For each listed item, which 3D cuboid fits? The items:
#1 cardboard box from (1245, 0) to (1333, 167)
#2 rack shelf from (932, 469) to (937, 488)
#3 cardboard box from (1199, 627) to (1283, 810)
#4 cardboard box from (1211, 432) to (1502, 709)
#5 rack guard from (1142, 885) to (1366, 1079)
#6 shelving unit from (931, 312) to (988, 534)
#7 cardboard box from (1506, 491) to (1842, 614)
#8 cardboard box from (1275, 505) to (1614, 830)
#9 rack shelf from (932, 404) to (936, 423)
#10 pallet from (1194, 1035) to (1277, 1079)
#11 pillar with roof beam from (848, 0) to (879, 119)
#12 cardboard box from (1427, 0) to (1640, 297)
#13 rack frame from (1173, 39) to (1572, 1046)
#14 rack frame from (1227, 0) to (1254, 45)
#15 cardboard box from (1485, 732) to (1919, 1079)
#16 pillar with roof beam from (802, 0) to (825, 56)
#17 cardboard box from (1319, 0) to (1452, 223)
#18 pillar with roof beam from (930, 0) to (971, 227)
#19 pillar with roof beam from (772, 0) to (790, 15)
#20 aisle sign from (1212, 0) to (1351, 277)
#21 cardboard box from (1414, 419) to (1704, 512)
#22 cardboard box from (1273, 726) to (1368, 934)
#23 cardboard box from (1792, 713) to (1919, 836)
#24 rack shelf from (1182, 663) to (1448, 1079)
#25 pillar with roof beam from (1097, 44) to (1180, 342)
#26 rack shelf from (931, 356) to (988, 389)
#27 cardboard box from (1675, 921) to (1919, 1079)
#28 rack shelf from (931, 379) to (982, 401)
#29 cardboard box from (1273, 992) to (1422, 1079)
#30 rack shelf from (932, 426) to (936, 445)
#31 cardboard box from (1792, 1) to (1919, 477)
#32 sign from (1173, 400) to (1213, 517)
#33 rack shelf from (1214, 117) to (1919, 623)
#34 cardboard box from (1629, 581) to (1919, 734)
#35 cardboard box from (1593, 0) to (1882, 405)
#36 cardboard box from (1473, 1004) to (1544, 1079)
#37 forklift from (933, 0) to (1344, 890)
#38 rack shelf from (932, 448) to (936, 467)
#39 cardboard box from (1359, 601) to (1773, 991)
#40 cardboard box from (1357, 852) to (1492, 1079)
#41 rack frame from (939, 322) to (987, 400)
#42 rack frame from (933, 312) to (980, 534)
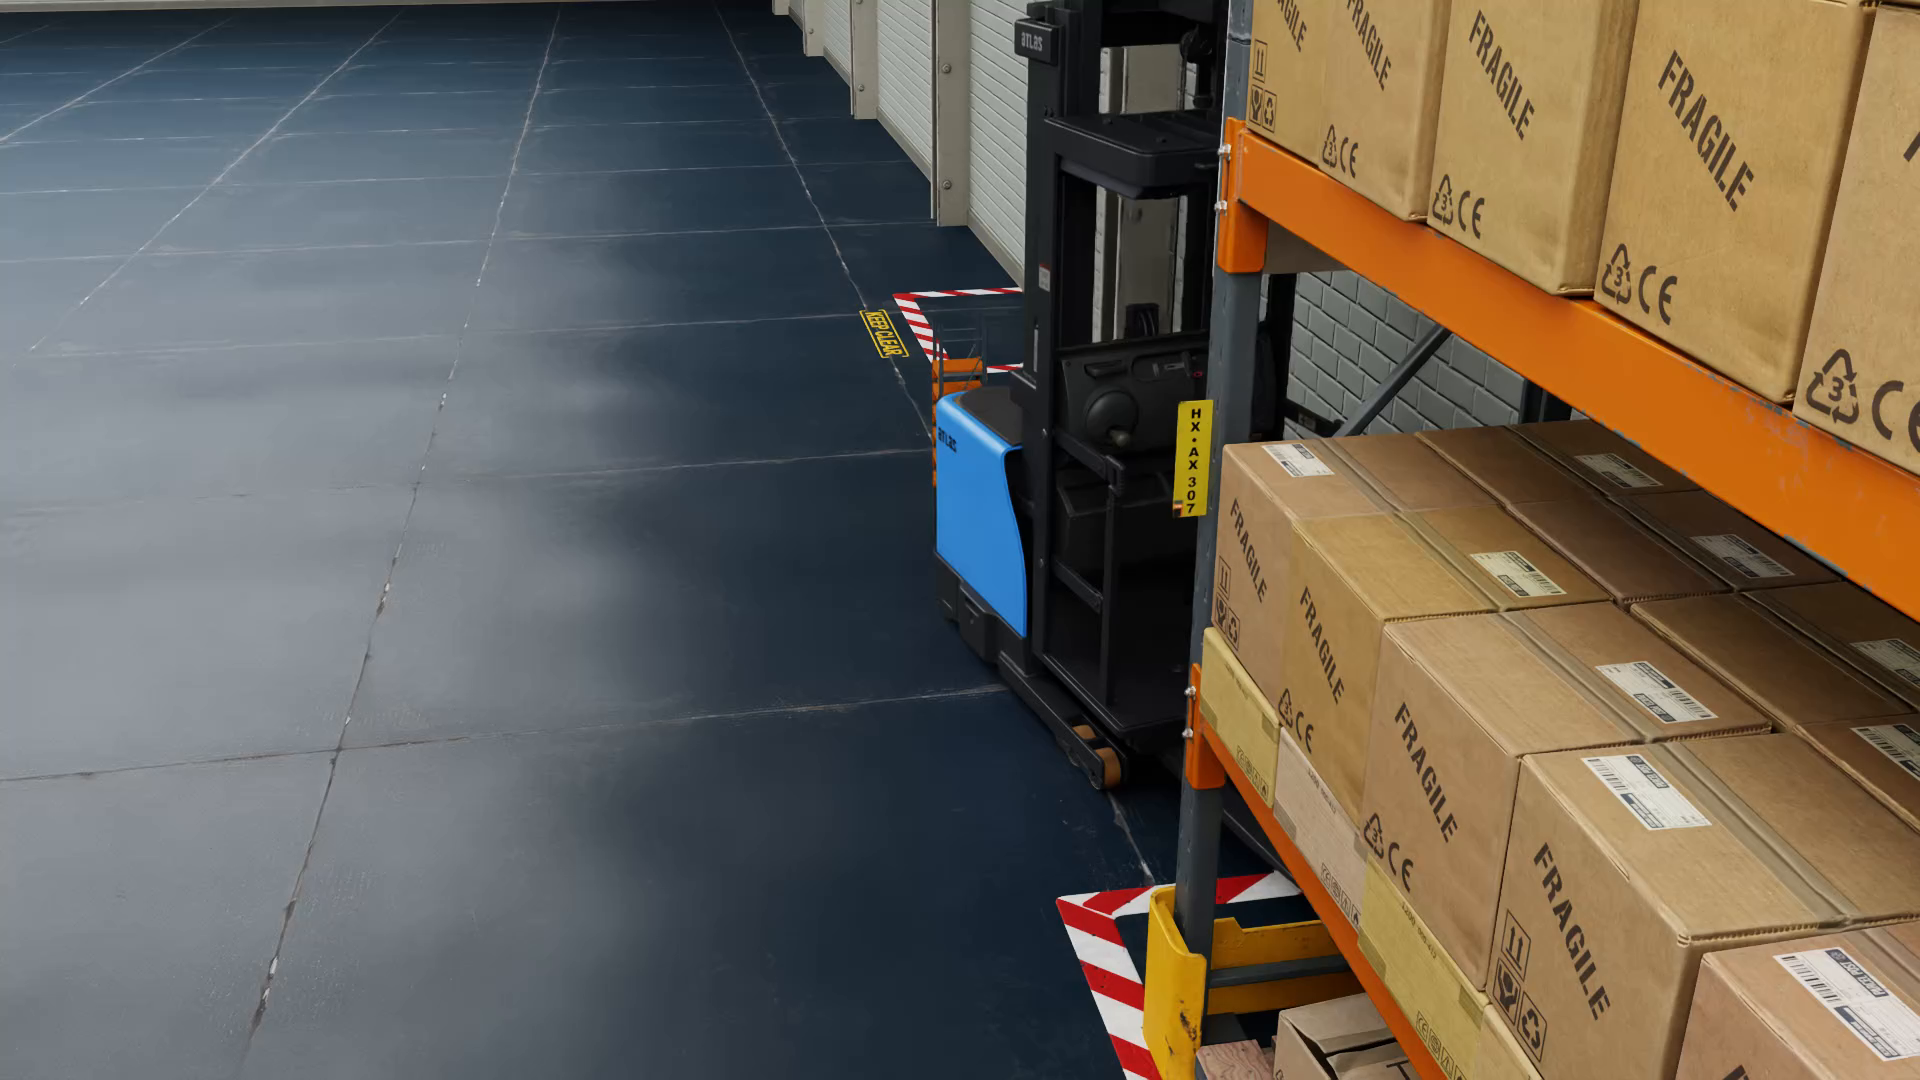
[{"bbox_3d":[0.970,-1.137,3.708,0.500,0.500,0.500,-4,24,-8],"label":"cardboard box"},{"bbox_3d":[-0.003,-0.295,8.637,0.258,0.103,0.180,-4,24,-10],"label":"rack shelf"},{"bbox_3d":[0.932,0.417,4.209,0.500,0.250,0.500,-5,24,-11],"label":"cardboard box"},{"bbox_3d":[0.947,0.068,4.071,0.500,0.500,0.500,-4,24,-10],"label":"cardboard box"},{"bbox_3d":[1.168,1.318,5.108,1.175,0.500,0.348,-4,24,-10],"label":"rack guard"},{"bbox_3d":[-0.003,-0.556,8.523,0.258,1.200,0.189,-4,24,-10],"label":"shelving unit"},{"bbox_3d":[1.533,0.227,3.709,0.500,0.500,0.500,-4,24,-9],"label":"cardboard box"},{"bbox_3d":[1.028,0.263,3.625,0.500,0.500,0.500,-4,24,-10],"label":"cardboard box"},{"bbox_3d":[-0.003,-0.625,8.493,0.258,0.103,0.180,-4,24,-10],"label":"rack shelf"},{"bbox_3d":[1.283,1.772,4.428,1.003,0.211,1.213,-4,24,-10],"label":"pallet"},{"bbox_3d":[-5.426,-9.157,18.473,9.100,9.000,0.400,-4,24,-10],"label":"pillar with roof beam"},{"bbox_3d":[1.134,-0.719,2.752,0.500,0.500,0.500,-3,24,-7],"label":"cardboard box"},{"bbox_3d":[1.154,0.142,4.676,1.000,3.000,0.127,-4,24,-10],"label":"rack frame"},{"bbox_3d":[1.154,-2.607,3.476,1.000,3.000,0.127,-4,24,-10],"label":"rack frame"},{"bbox_3d":[1.225,0.669,2.695,0.500,0.500,0.500,-4,24,-8],"label":"cardboard box"},{"bbox_3d":[-6.535,-11.517,23.877,9.100,9.000,0.400,-4,24,-10],"label":"pillar with roof beam"},{"bbox_3d":[1.034,-0.923,3.219,0.500,0.500,0.500,-3,24,-6],"label":"cardboard box"},{"bbox_3d":[-4.316,-6.797,13.070,9.100,9.000,0.400,-4,24,-10],"label":"pillar with roof beam"},{"bbox_3d":[-7.645,-13.877,29.280,9.100,9.000,0.400,-4,24,-10],"label":"pillar with roof beam"},{"bbox_3d":[0.846,-1.055,4.170,0.394,0.787,0.004,-4,24,-10],"label":"aisle sign"},{"bbox_3d":[1.450,0.028,4.164,0.500,0.500,0.500,-5,24,-10],"label":"cardboard box"},{"bbox_3d":[1.042,0.621,3.744,0.500,0.250,0.500,-5,24,-11],"label":"cardboard box"},{"bbox_3d":[1.726,0.628,2.790,0.500,0.500,0.500,-4,24,-9],"label":"cardboard box"},{"bbox_3d":[1.524,1.259,3.019,1.077,0.370,4.000,-4,24,-10],"label":"rack shelf"},{"bbox_3d":[-3.207,-4.437,7.666,9.100,9.000,0.400,-4,24,-10],"label":"pillar with roof beam"},{"bbox_3d":[-0.003,-0.845,8.397,0.258,0.103,0.180,-4,24,-10],"label":"rack shelf"},{"bbox_3d":[1.322,0.874,2.227,0.500,0.500,0.500,-5,24,-11],"label":"cardboard box"},{"bbox_3d":[-0.003,-0.735,8.445,0.258,0.103,0.180,-4,24,-10],"label":"rack shelf"},{"bbox_3d":[1.193,1.452,4.488,0.500,0.311,0.500,-7,25,-16],"label":"cardboard box"},{"bbox_3d":[-0.003,-0.515,8.541,0.258,0.103,0.180,-4,24,-10],"label":"rack shelf"},{"bbox_3d":[1.337,-0.309,1.813,0.500,0.500,0.500,-5,24,-12],"label":"cardboard box"},{"bbox_3d":[0.621,-0.214,4.411,0.100,0.325,0.005,-4,24,-10],"label":"sign"},{"bbox_3d":[1.524,-0.116,2.419,1.077,0.370,4.000,-4,24,-10],"label":"rack shelf"},{"bbox_3d":[1.633,0.430,3.244,0.500,0.500,0.500,-5,24,-11],"label":"cardboard box"},{"bbox_3d":[1.254,-0.510,2.273,0.500,0.500,0.500,-3,24,-6],"label":"cardboard box"},{"bbox_3d":[1.222,1.020,2.828,0.500,0.250,0.500,-4,24,-9],"label":"cardboard box"},{"bbox_3d":[0.914,-0.558,6.366,1.130,2.935,3.031,-10,25,-21],"label":"forklift"},{"bbox_3d":[-0.003,-0.405,8.589,0.258,0.103,0.180,-4,24,-10],"label":"rack shelf"},{"bbox_3d":[1.118,0.467,3.158,0.500,0.500,0.500,-5,24,-11],"label":"cardboard box"},{"bbox_3d":[1.130,0.821,3.284,0.500,0.250,0.500,-5,24,-11],"label":"cardboard box"},{"bbox_3d":[0.014,-0.520,8.440,0.240,1.200,0.006,-4,24,-10],"label":"rack frame"},{"bbox_3d":[-0.020,-0.592,8.605,0.240,1.200,0.006,-4,24,-10],"label":"rack frame"}]
